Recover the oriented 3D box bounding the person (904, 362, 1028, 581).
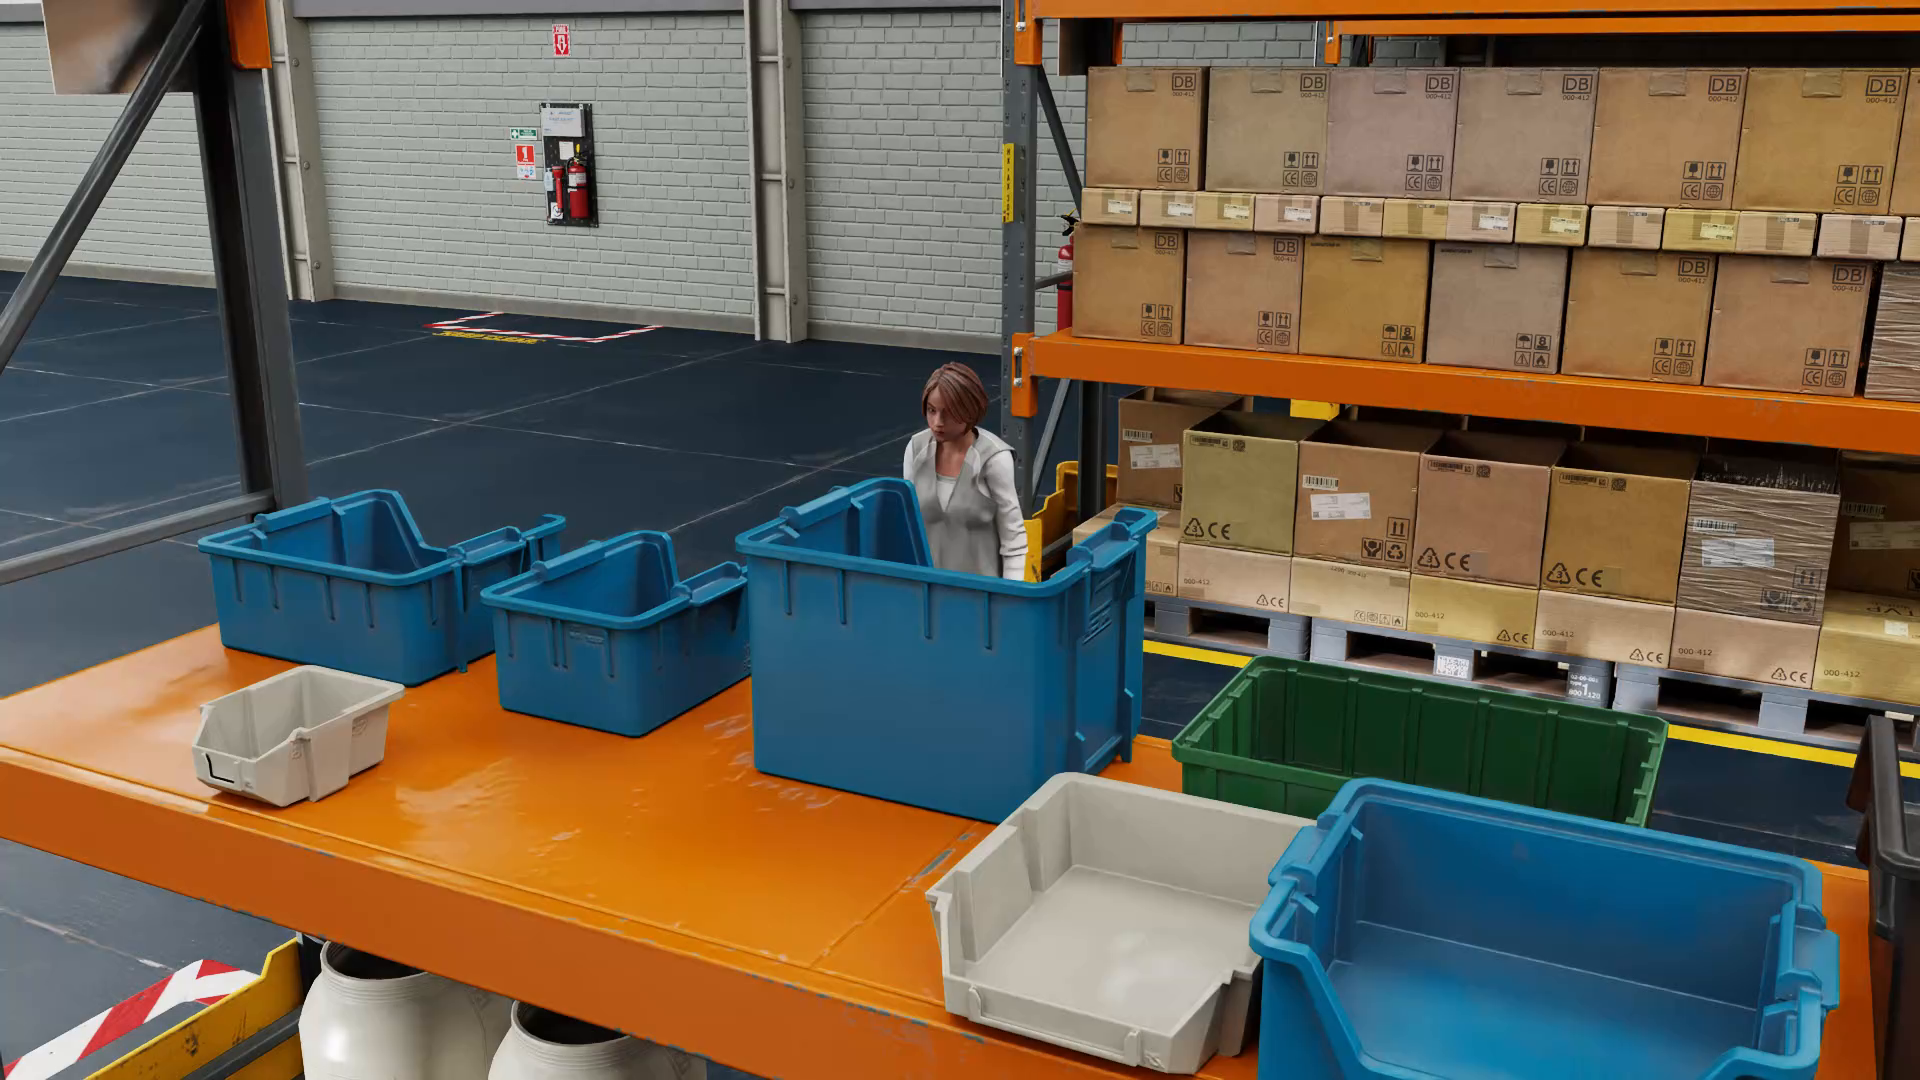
[{"bbox_3d":[-0.007,0.216,5.303,0.461,1.592,0.343,8,18,26],"label":"person"}]
